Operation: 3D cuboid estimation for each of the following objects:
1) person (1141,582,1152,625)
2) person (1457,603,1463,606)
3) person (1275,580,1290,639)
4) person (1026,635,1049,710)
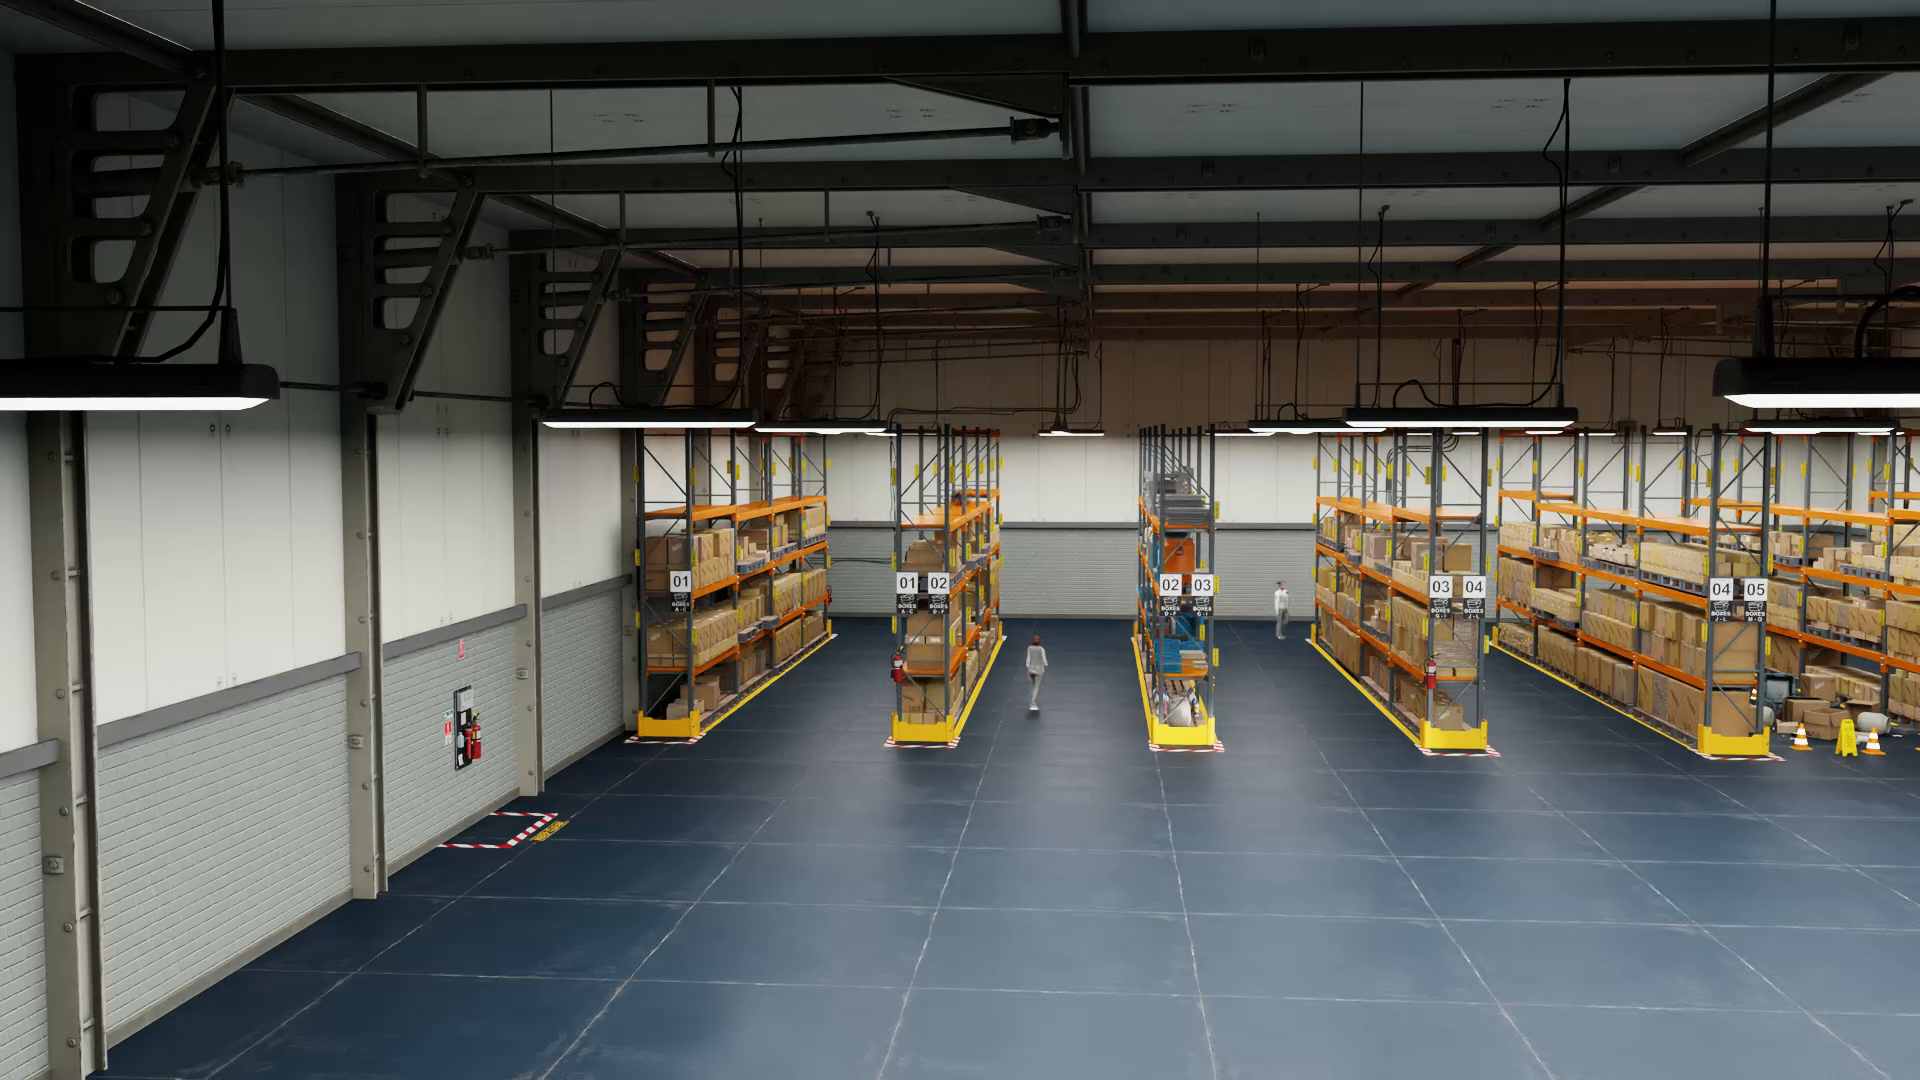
[{"bbox_3d":[5.637,1.847,49.002,0.584,1.758,0.555,3,5,44],"label":"person"},{"bbox_3d":[13.626,2.162,45.272,0.459,1.613,1.025,1,4,13],"label":"person"},{"bbox_3d":[9.201,1.989,47.554,0.530,1.689,0.387,-2,4,-30],"label":"person"},{"bbox_3d":[1.623,2.808,35.025,0.413,1.630,0.522,3,5,40],"label":"person"}]
